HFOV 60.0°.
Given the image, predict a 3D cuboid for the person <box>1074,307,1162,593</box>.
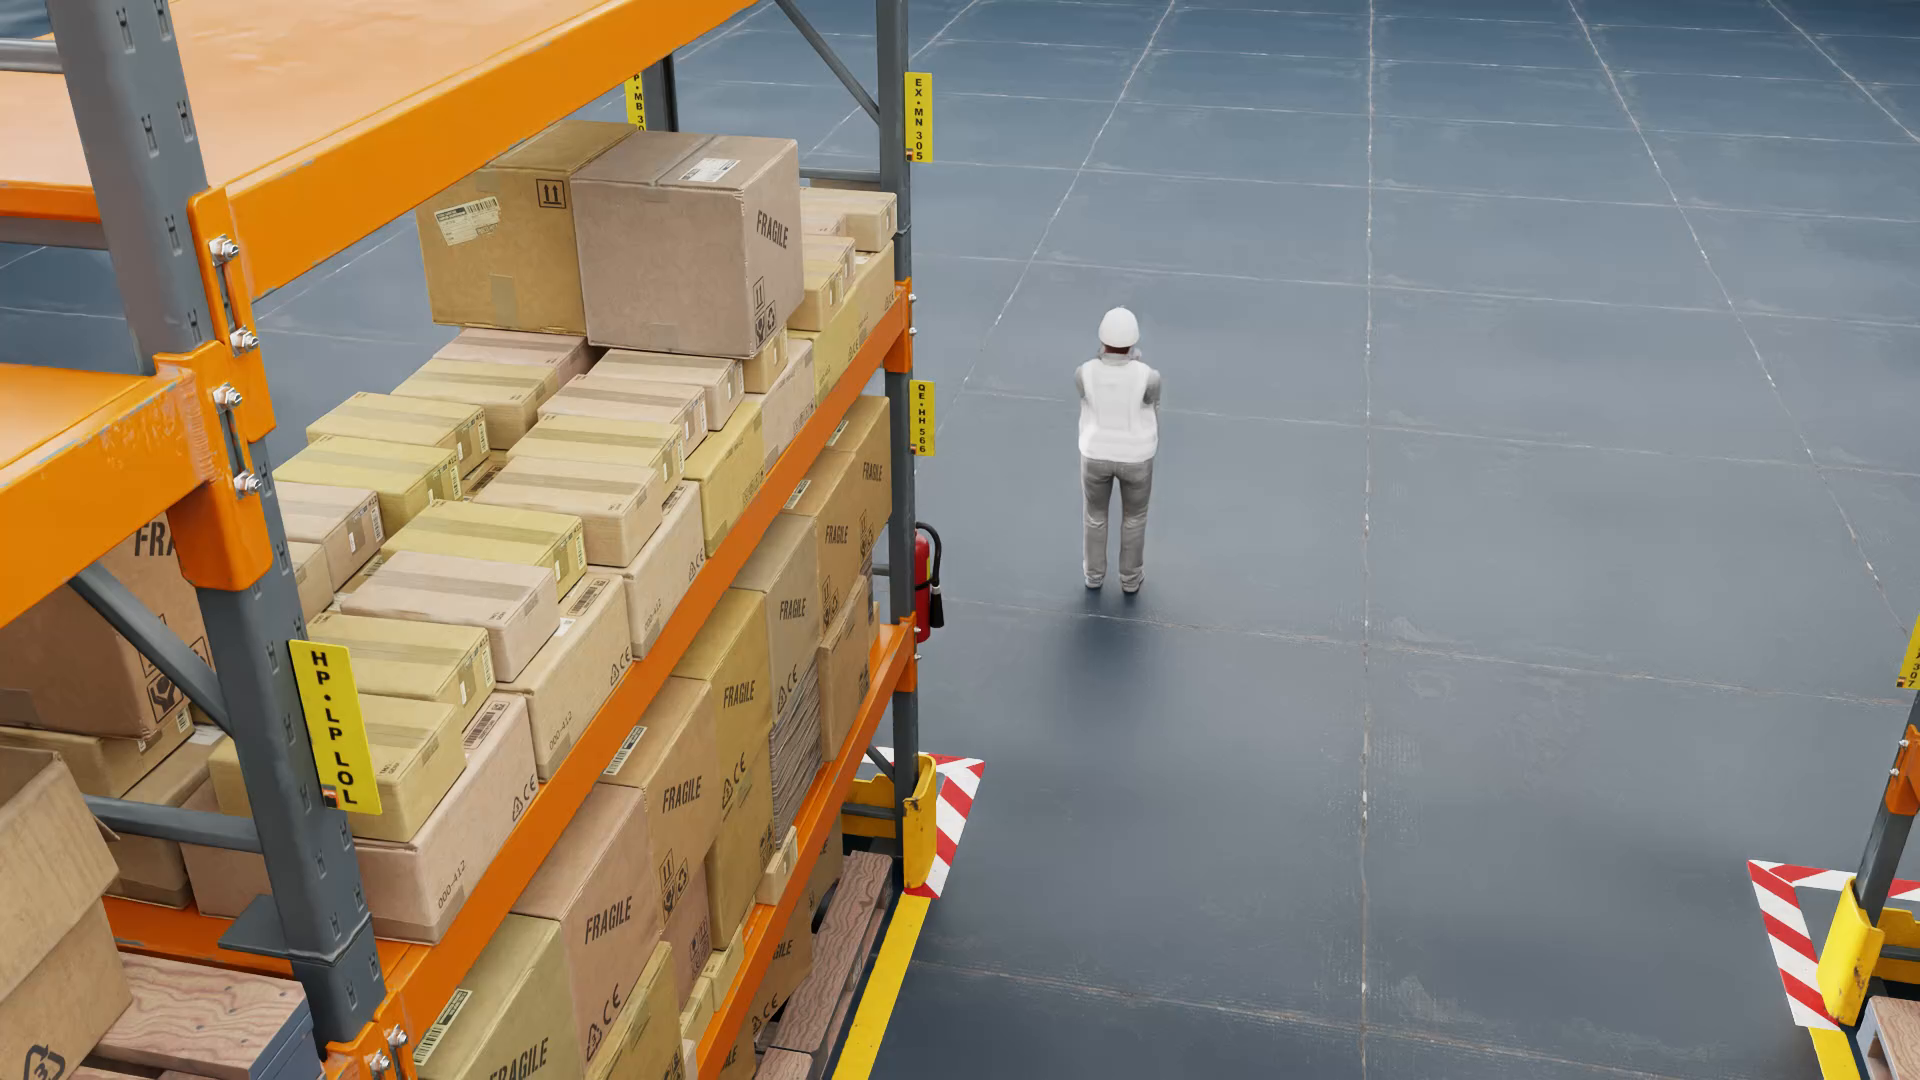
[{"bbox_3d":[0.904,-0.543,9.595,0.495,1.770,0.556,6,29,11],"label":"person"}]
